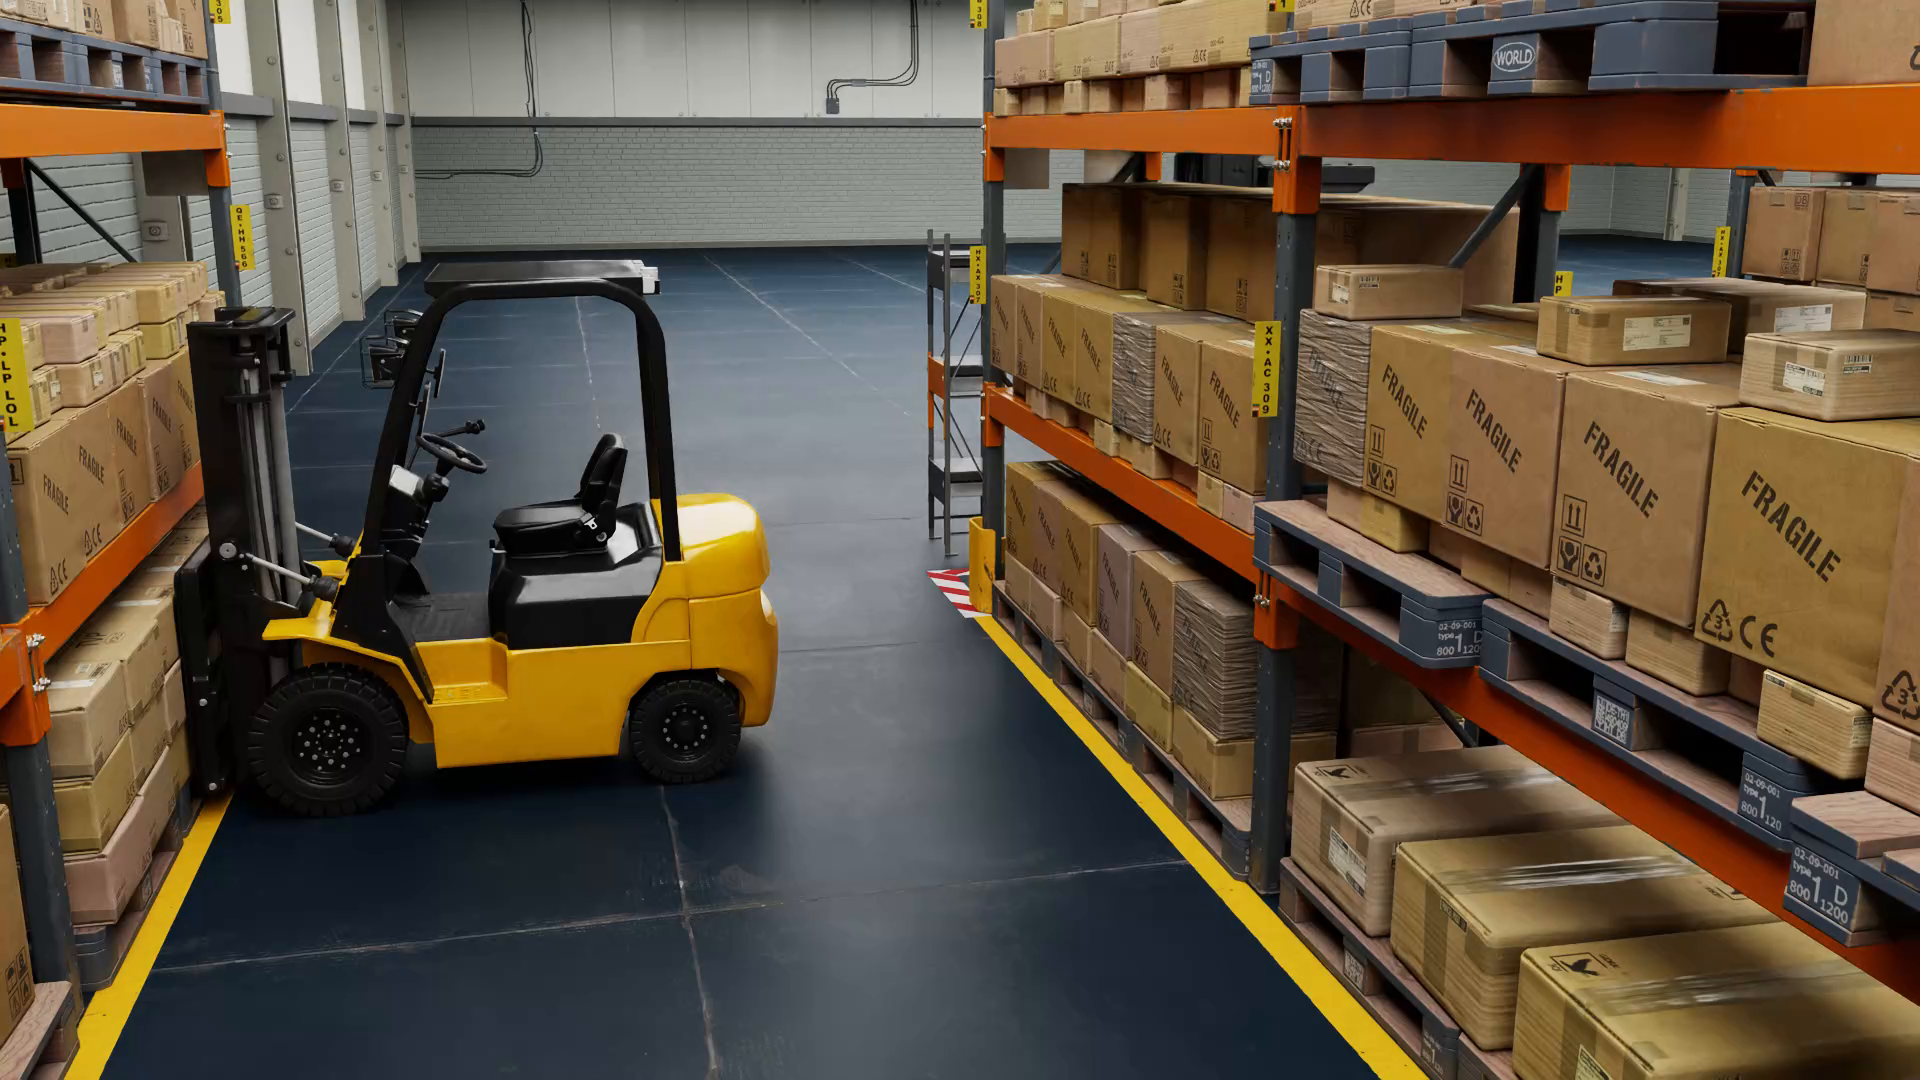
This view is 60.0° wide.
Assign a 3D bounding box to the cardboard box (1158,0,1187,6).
[{"bbox_3d":[0.987,-2.149,6.432,0.380,0.149,0.250,-3,14,-12],"label":"cardboard box"}]

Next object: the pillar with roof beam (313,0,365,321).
[{"bbox_3d":[-4.947,-7.933,24.938,9.100,9.000,0.400,-3,14,-13],"label":"pillar with roof beam"}]

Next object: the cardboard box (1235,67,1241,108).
[{"bbox_3d":[1.227,-1.646,6.054,0.380,0.149,0.250,-3,14,-13],"label":"cardboard box"}]

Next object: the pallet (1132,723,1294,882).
[{"bbox_3d":[1.379,1.009,6.851,1.003,0.211,1.213,-3,14,-13],"label":"pallet"}]

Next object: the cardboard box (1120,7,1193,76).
[{"bbox_3d":[0.981,-2.043,6.837,0.500,0.250,0.500,-4,14,-14],"label":"cardboard box"}]

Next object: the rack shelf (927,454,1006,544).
[{"bbox_3d":[0.039,-0.289,11.191,0.431,0.518,0.480,-3,14,-13],"label":"rack shelf"}]

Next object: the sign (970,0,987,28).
[{"bbox_3d":[0.105,-2.966,9.087,0.100,0.325,0.005,-3,14,-13],"label":"sign"}]

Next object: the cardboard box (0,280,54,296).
[{"bbox_3d":[-4.086,-1.017,7.064,0.380,0.149,0.250,-3,14,-11],"label":"cardboard box"}]

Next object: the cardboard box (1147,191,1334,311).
[{"bbox_3d":[1.278,-1.336,7.632,0.700,0.500,0.500,-3,14,-14],"label":"cardboard box"}]

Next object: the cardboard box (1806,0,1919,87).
[{"bbox_3d":[2.125,-1.127,3.182,0.797,0.503,0.637,-3,14,-13],"label":"cardboard box"}]

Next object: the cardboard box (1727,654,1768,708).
[{"bbox_3d":[1.903,0.286,3.579,0.380,0.149,0.250,-3,14,-13],"label":"cardboard box"}]

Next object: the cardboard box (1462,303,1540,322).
[{"bbox_3d":[1.903,-0.496,5.413,0.500,0.500,0.500,-4,14,-14],"label":"cardboard box"}]

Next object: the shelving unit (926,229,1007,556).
[{"bbox_3d":[0.039,-0.982,11.022,0.431,2.100,0.503,-3,14,-13],"label":"shelving unit"}]

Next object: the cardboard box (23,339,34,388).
[{"bbox_3d":[-3.039,-0.513,5.002,0.380,0.149,0.250,-3,14,-12],"label":"cardboard box"}]

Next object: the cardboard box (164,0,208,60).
[{"bbox_3d":[-3.851,-2.507,7.743,0.500,0.500,0.500,-3,14,-11],"label":"cardboard box"}]

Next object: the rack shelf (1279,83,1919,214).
[{"bbox_3d":[2.041,-0.839,3.735,1.077,0.370,4.000,-3,14,-13],"label":"rack shelf"}]

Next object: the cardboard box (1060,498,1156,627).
[{"bbox_3d":[0.796,0.096,8.043,0.500,0.500,0.500,-3,14,-12],"label":"cardboard box"}]

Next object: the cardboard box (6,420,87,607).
[{"bbox_3d":[-3.103,-0.080,5.224,0.500,0.500,0.500,-4,14,-15],"label":"cardboard box"}]

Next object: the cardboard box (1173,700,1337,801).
[{"bbox_3d":[1.171,0.818,6.667,0.500,0.250,0.500,-3,14,-11],"label":"cardboard box"}]

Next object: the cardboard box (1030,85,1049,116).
[{"bbox_3d":[0.572,-2.237,8.472,0.380,0.149,0.250,-3,14,-12],"label":"cardboard box"}]

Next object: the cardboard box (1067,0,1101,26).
[{"bbox_3d":[0.710,-2.447,7.652,0.380,0.149,0.250,-3,14,-12],"label":"cardboard box"}]

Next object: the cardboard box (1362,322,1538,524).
[{"bbox_3d":[1.521,-0.350,4.816,0.500,0.500,0.500,-3,14,-13],"label":"cardboard box"}]

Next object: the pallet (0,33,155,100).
[{"bbox_3d":[-3.761,-1.805,6.361,1.003,0.211,1.213,-3,14,-13],"label":"pallet"}]

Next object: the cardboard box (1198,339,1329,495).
[{"bbox_3d":[1.225,-0.474,6.209,0.500,0.500,0.500,-4,14,-15],"label":"cardboard box"}]

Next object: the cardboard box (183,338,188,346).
[{"bbox_3d":[-3.708,-0.667,7.626,0.500,0.500,0.500,-3,14,-11],"label":"cardboard box"}]

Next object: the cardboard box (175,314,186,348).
[{"bbox_3d":[-3.592,-0.899,7.211,0.380,0.149,0.250,-4,14,-15],"label":"cardboard box"}]

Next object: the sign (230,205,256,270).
[{"bbox_3d":[-3.661,-1.542,8.480,0.100,0.325,0.005,-3,14,-13],"label":"sign"}]

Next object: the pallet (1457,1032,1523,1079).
[{"bbox_3d":[2.046,1.624,4.336,1.003,0.211,1.213,-3,14,-13],"label":"pallet"}]

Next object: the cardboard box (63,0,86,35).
[{"bbox_3d":[-3.306,-1.918,5.827,0.396,0.266,0.258,-4,14,-15],"label":"cardboard box"}]

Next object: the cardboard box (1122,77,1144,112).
[{"bbox_3d":[0.931,-1.945,7.277,0.380,0.149,0.250,-3,14,-14],"label":"cardboard box"}]

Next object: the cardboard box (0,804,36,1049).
[{"bbox_3d":[-3.119,1.155,4.500,0.875,0.625,0.625,-3,14,-11],"label":"cardboard box"}]

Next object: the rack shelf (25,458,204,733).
[{"bbox_3d":[-3.722,-0.027,6.732,1.077,0.370,4.000,-3,14,-13],"label":"rack shelf"}]

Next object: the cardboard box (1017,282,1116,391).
[{"bbox_3d":[0.598,-1.064,8.625,0.500,0.500,0.500,-3,14,-11],"label":"cardboard box"}]

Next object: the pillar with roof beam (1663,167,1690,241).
[{"bbox_3d":[14.484,-11.978,41.492,9.100,9.000,0.548,-3,14,-13],"label":"pillar with roof beam"}]

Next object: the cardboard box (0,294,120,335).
[{"bbox_3d":[-3.494,-0.862,6.432,0.380,0.149,0.250,-3,14,-13],"label":"cardboard box"}]

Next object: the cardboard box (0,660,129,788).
[{"bbox_3d":[-3.061,0.602,5.444,0.500,0.250,0.500,-4,14,-14],"label":"cardboard box"}]

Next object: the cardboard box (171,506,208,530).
[{"bbox_3d":[-3.655,0.015,7.848,0.500,0.250,0.500,-3,14,-12],"label":"cardboard box"}]

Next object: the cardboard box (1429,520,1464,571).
[{"bbox_3d":[1.585,-0.010,4.792,0.380,0.149,0.250,-2,14,-10],"label":"cardboard box"}]

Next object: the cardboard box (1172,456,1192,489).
[{"bbox_3d":[1.104,-0.307,6.894,0.380,0.149,0.250,-3,14,-14],"label":"cardboard box"}]

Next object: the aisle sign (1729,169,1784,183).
[{"bbox_3d":[5.112,-2.677,10.585,0.394,0.787,0.004,-3,14,-13],"label":"aisle sign"}]

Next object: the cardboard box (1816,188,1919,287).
[{"bbox_3d":[5.688,-1.802,9.892,0.875,0.550,0.550,-3,14,-13],"label":"cardboard box"}]

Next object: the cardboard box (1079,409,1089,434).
[{"bbox_3d":[0.796,-0.603,8.106,0.380,0.149,0.250,-3,14,-11],"label":"cardboard box"}]

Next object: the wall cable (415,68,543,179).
[{"bbox_3d":[-11.357,-9.707,38.739,3.097,2.526,0.112,-3,14,-13],"label":"wall cable"}]

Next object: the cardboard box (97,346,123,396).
[{"bbox_3d":[-3.268,-0.606,6.012,0.380,0.149,0.250,-3,14,-14],"label":"cardboard box"}]

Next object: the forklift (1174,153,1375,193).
[{"bbox_3d":[2.312,-1.657,12.034,3.031,2.935,1.130,-2,14,-8],"label":"forklift"}]

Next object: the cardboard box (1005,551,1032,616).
[{"bbox_3d":[0.553,0.218,9.122,0.500,0.250,0.500,-3,14,-14],"label":"cardboard box"}]

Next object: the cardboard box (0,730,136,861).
[{"bbox_3d":[-3.066,0.845,5.502,0.500,0.250,0.500,-3,14,-13],"label":"cardboard box"}]

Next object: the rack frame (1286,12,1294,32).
[{"bbox_3d":[1.572,-3.107,5.182,1.000,3.000,0.127,-3,14,-13],"label":"rack frame"}]

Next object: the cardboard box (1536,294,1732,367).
[{"bbox_3d":[1.693,-0.531,4.193,0.380,0.149,0.250,-2,14,-10],"label":"cardboard box"}]

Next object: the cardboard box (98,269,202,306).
[{"bbox_3d":[-3.727,-1.161,7.654,0.380,0.149,0.250,-3,14,-12],"label":"cardboard box"}]
